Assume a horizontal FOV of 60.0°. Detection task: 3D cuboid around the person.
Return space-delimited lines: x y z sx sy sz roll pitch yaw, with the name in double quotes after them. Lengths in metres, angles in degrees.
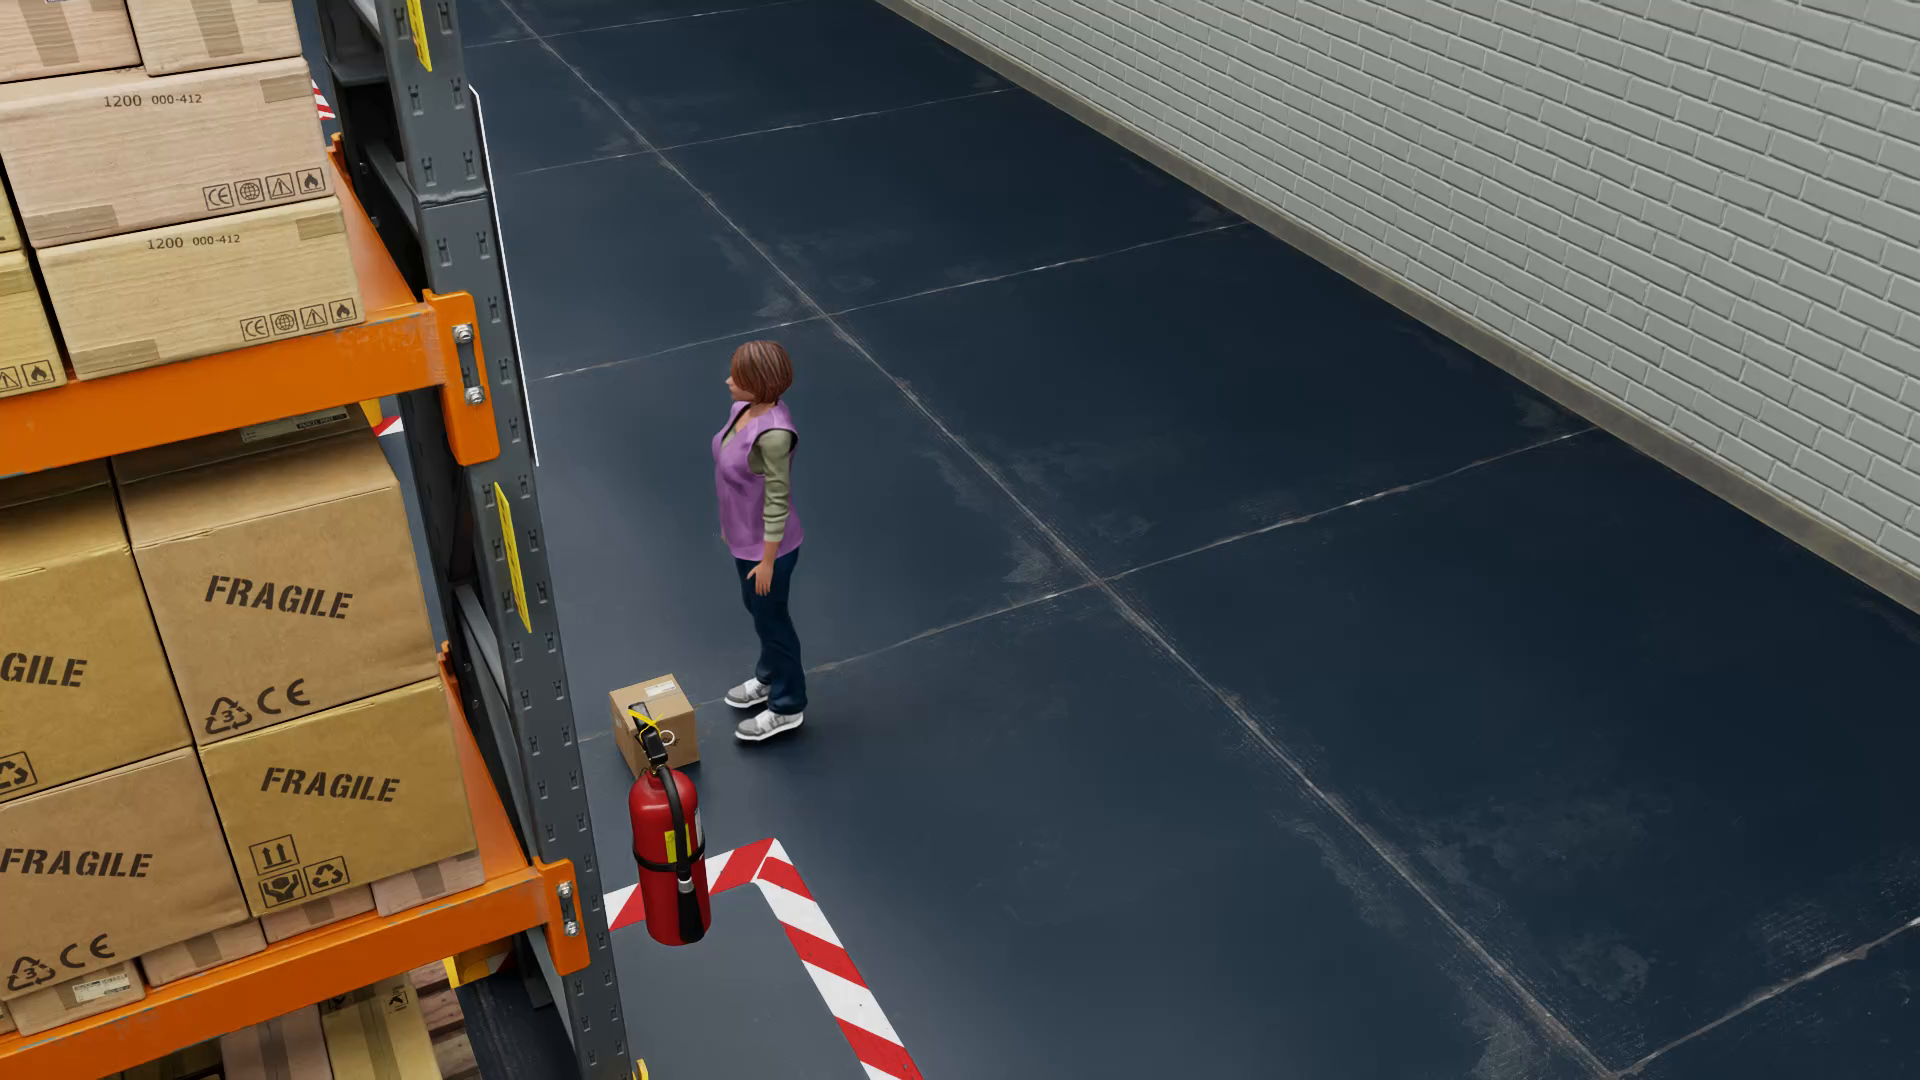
-0.745 0.047 6.119 0.334 1.507 0.417 -12 35 -17 "person"
